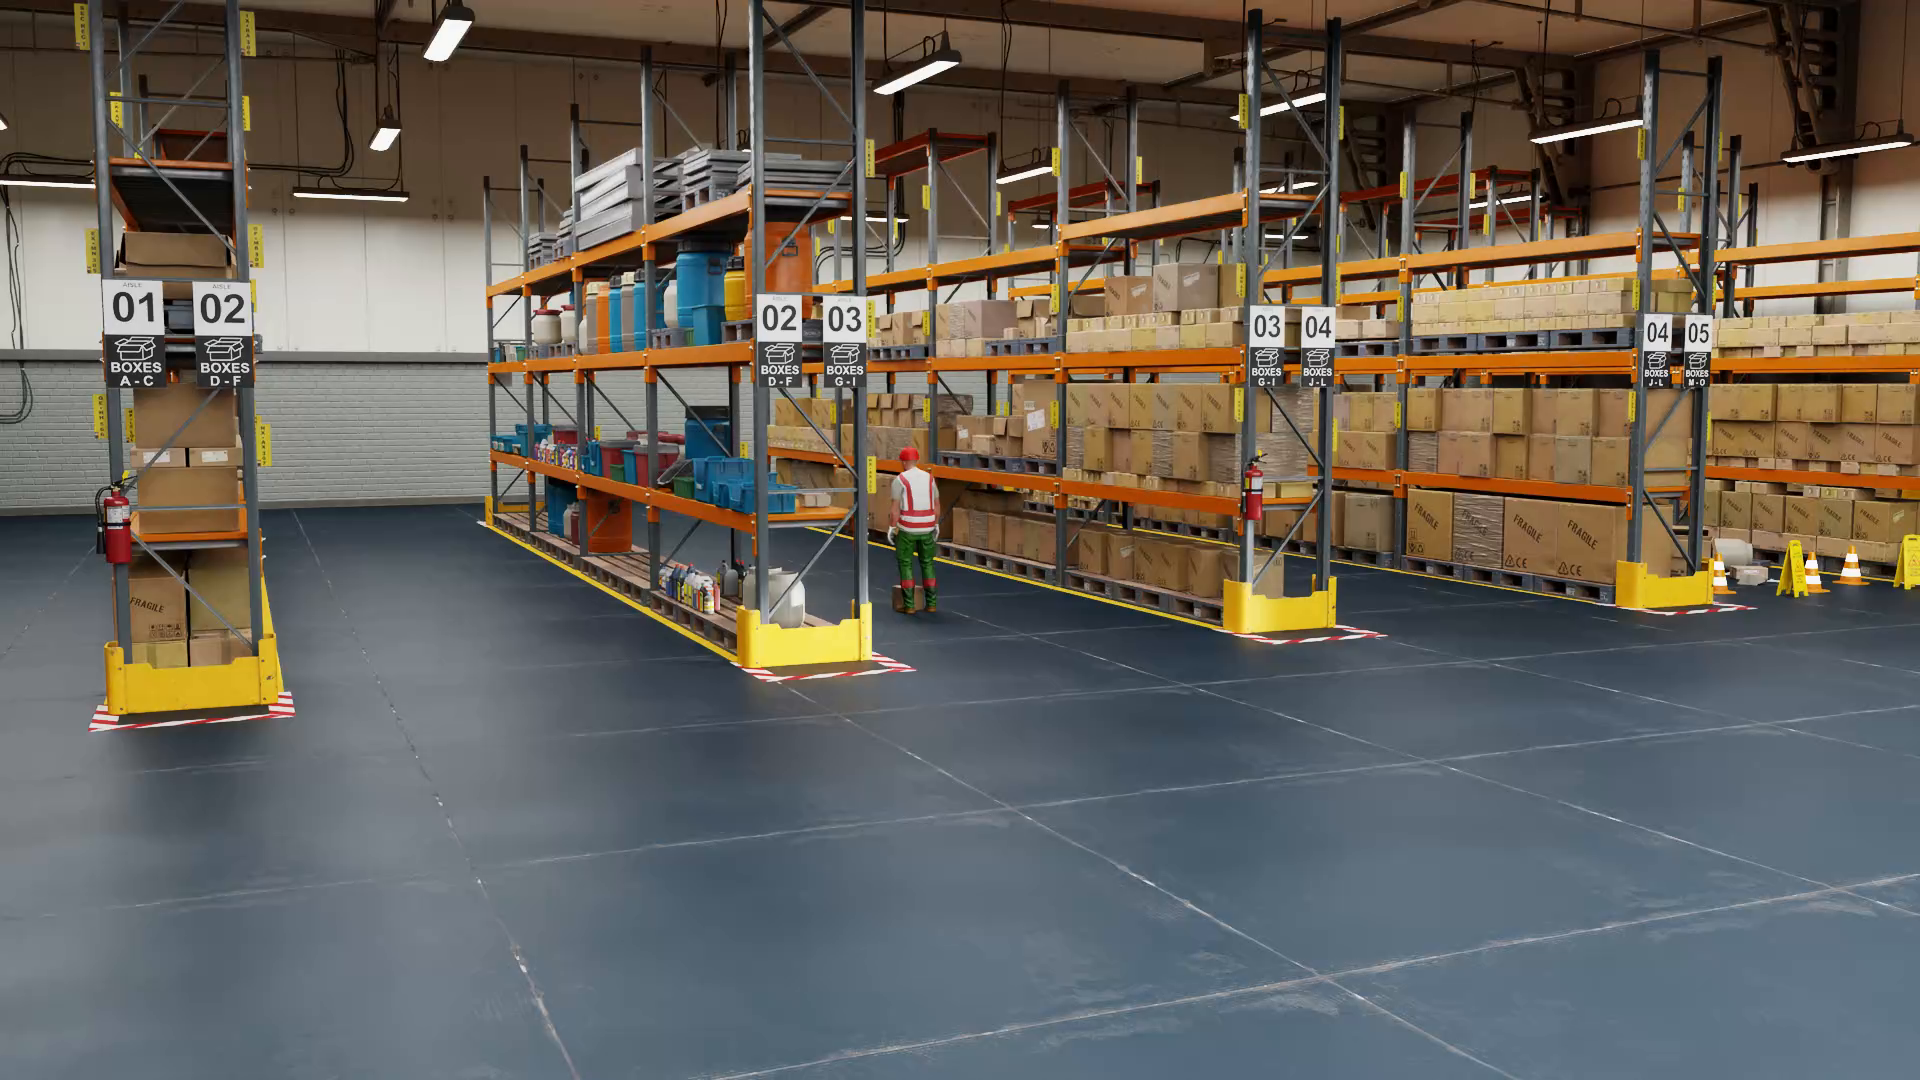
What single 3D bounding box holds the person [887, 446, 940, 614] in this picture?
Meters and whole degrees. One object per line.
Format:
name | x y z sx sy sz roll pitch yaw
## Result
person | -0.495 -0.111 17.808 0.620 1.780 0.448 -3 6 -27
